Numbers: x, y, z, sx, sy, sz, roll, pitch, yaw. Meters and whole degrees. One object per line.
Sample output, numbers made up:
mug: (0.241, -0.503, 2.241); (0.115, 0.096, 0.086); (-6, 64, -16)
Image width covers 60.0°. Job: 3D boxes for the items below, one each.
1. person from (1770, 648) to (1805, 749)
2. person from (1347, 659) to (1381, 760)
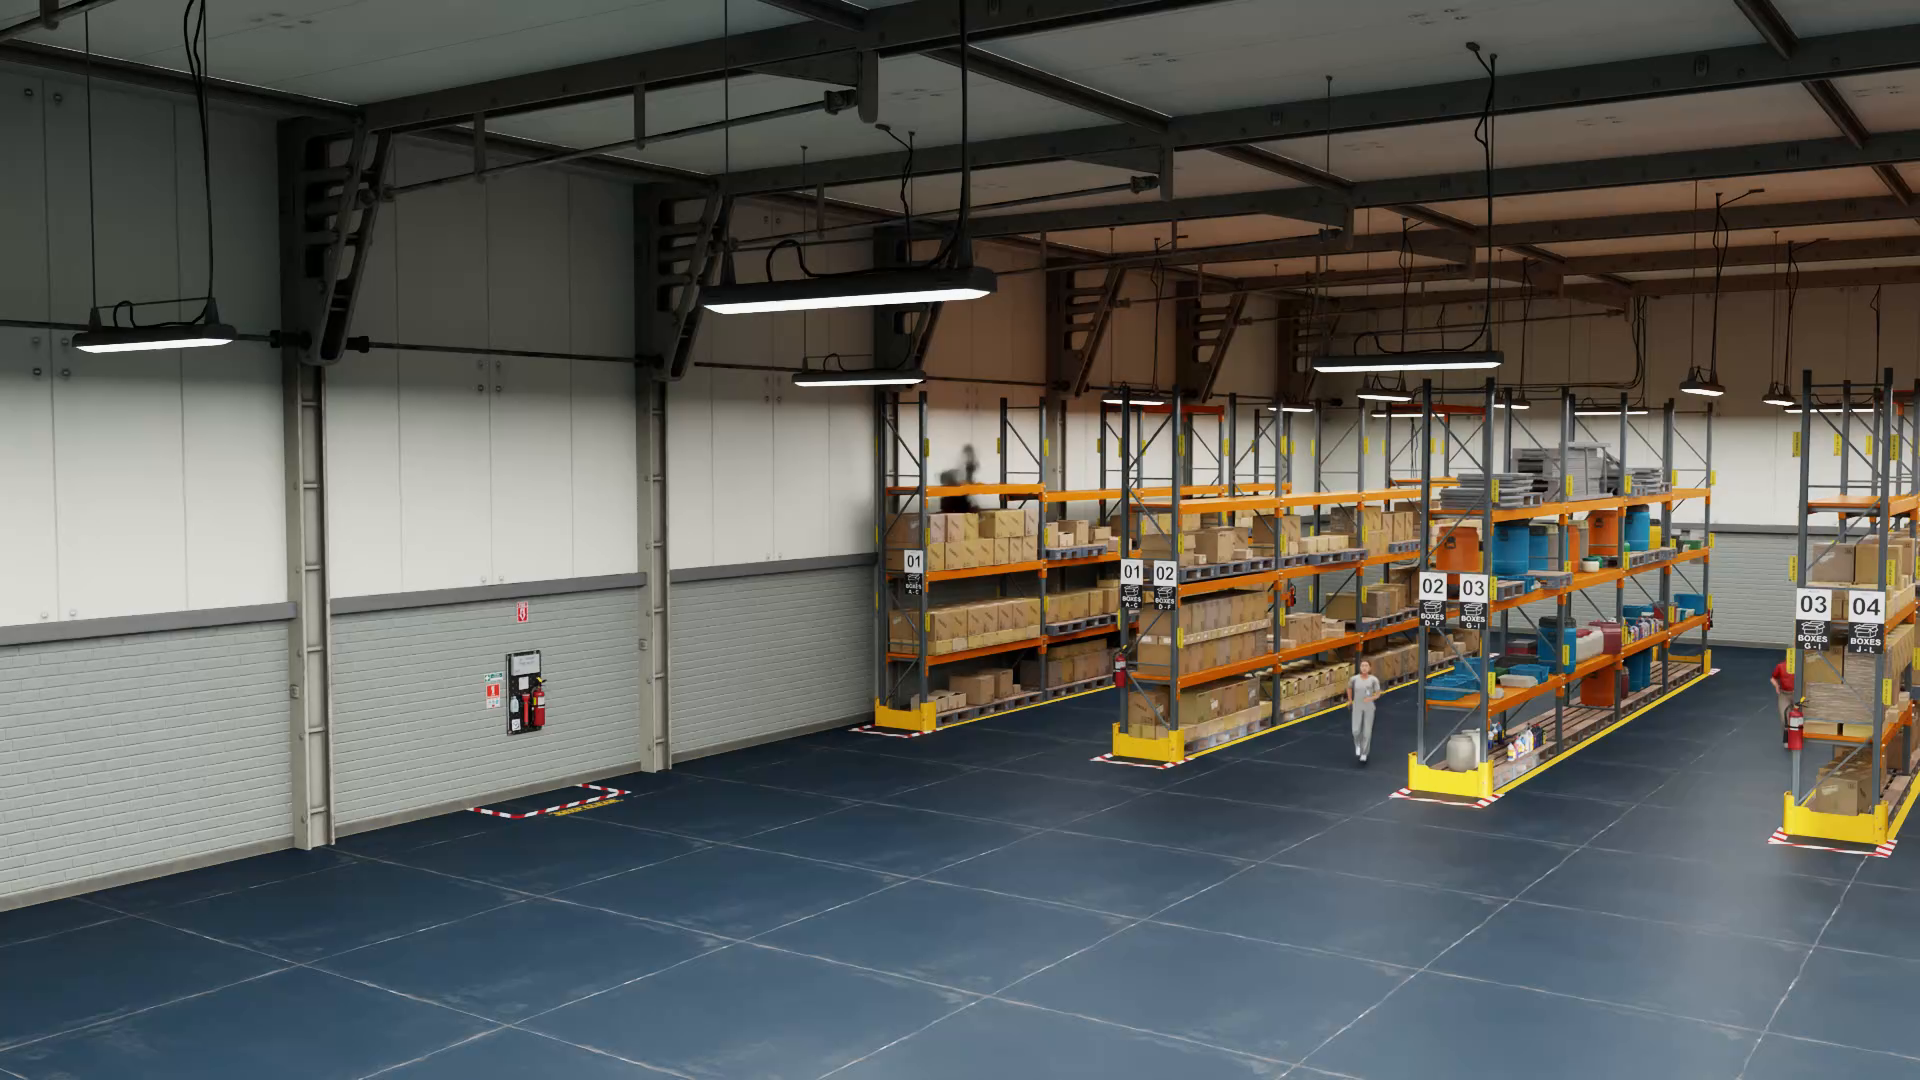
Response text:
person: (13.832, 2.626, 27.652); (0.659, 1.674, 0.622); (2, 4, 29)
person: (6.414, 2.709, 26.479); (0.550, 1.629, 0.565); (1, 3, 19)
